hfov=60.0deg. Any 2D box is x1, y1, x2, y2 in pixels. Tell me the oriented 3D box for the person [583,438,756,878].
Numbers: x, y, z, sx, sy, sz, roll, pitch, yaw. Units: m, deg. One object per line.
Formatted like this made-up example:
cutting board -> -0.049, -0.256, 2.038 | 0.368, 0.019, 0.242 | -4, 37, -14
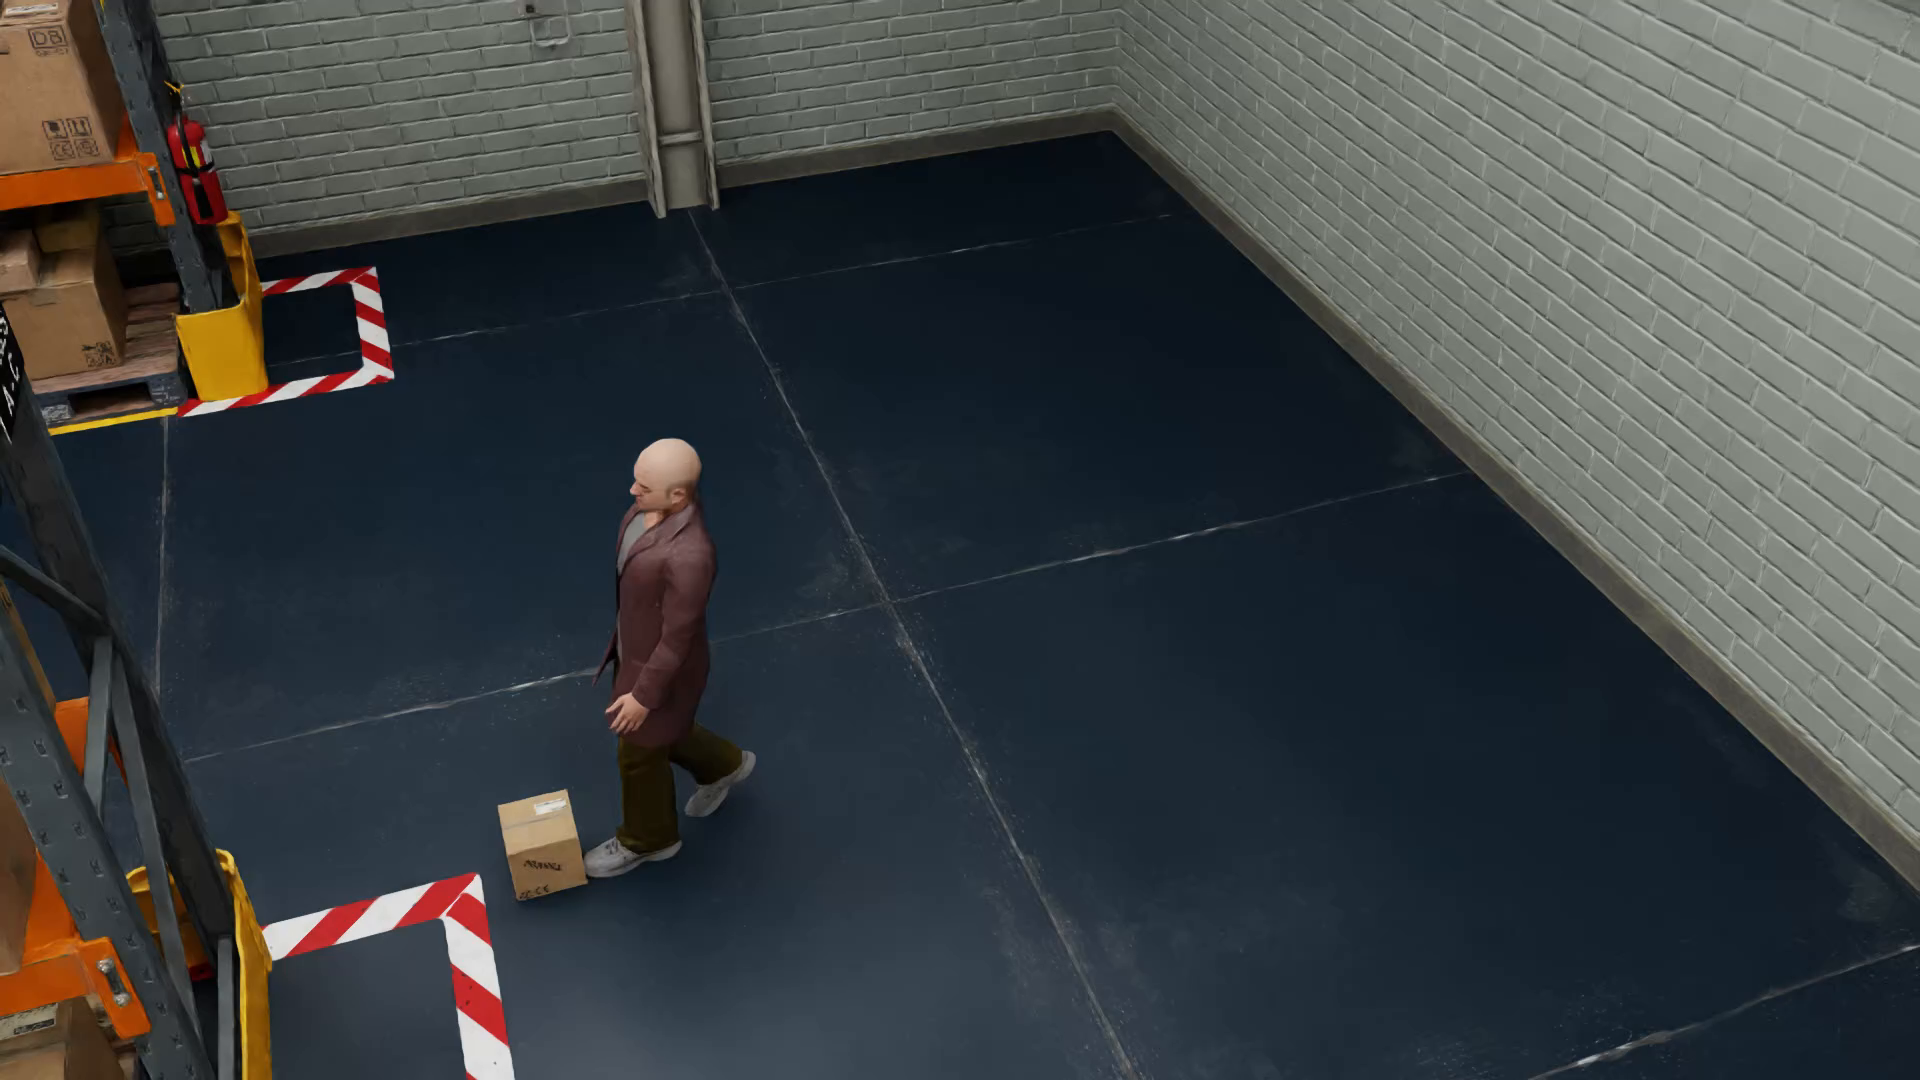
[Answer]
person -> -1.068, 0.415, 5.666 | 0.708, 1.793, 0.606 | -12, 39, -15
